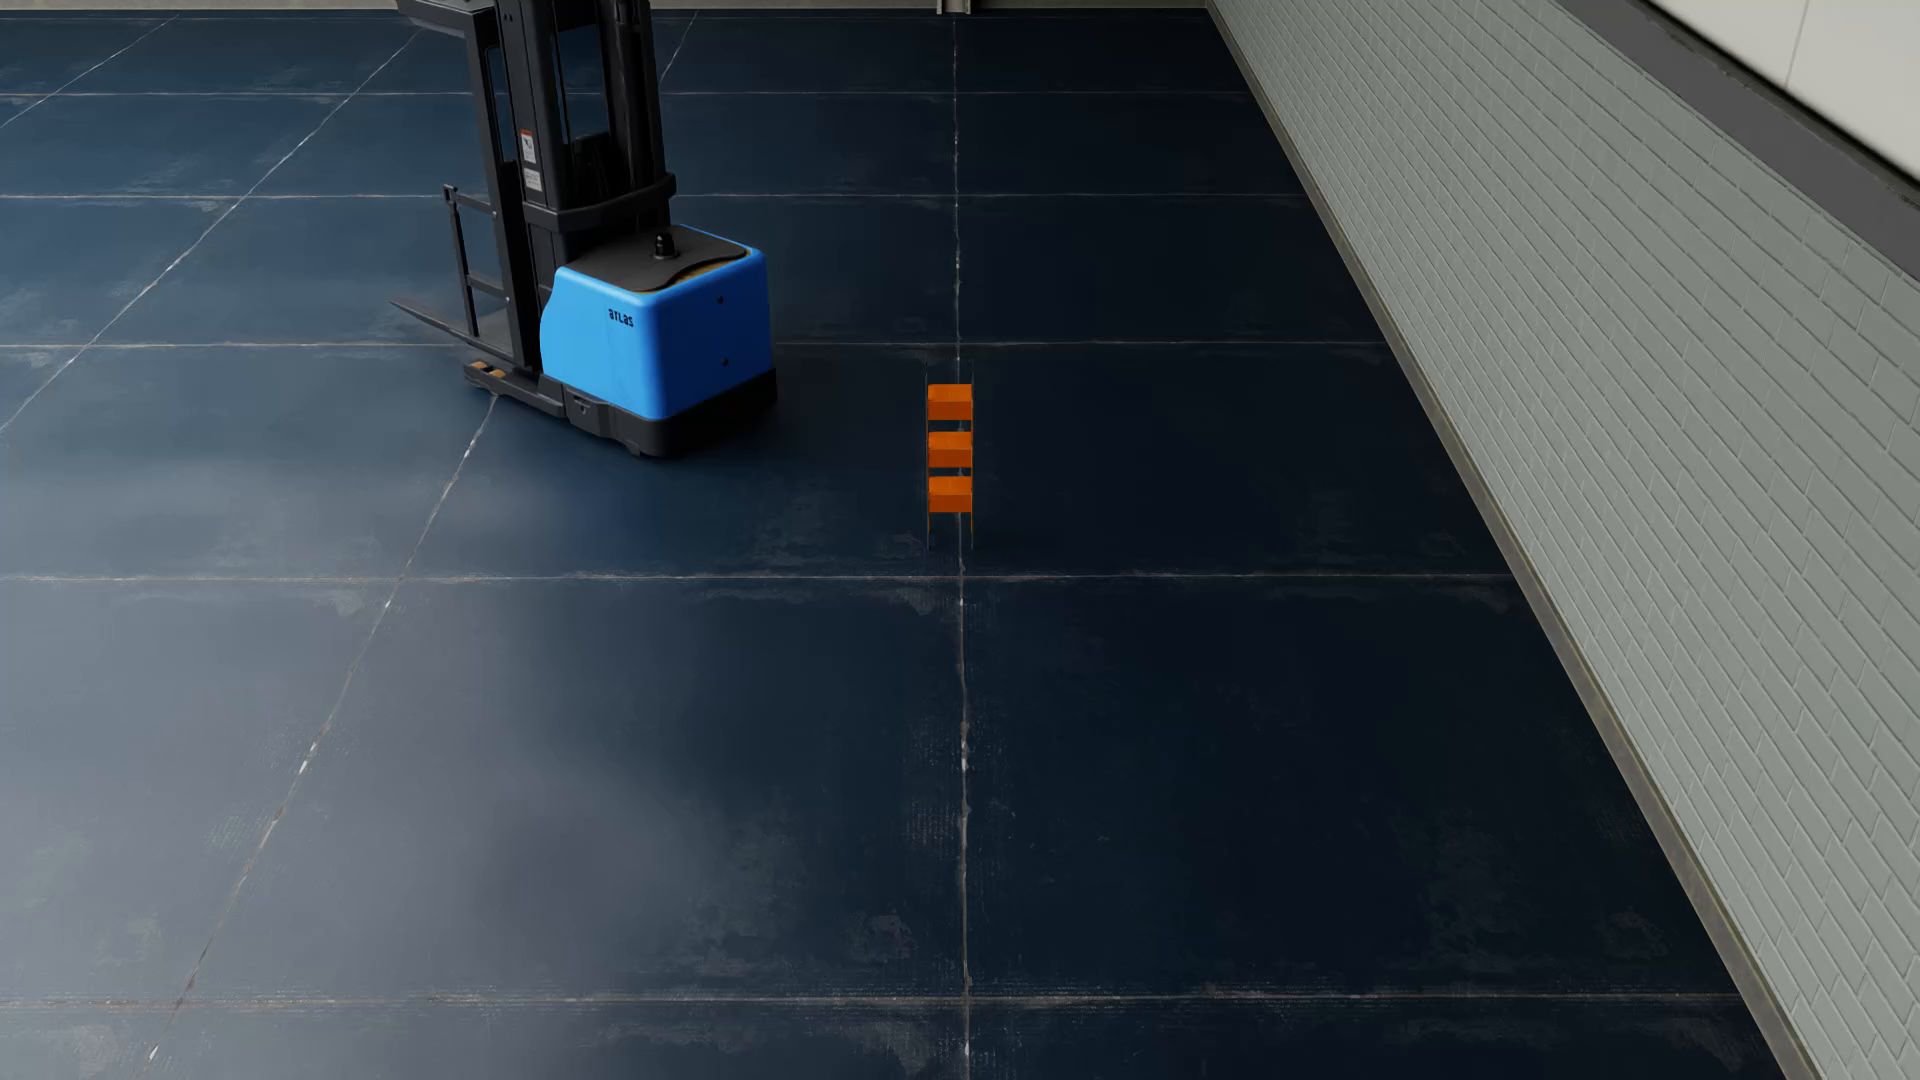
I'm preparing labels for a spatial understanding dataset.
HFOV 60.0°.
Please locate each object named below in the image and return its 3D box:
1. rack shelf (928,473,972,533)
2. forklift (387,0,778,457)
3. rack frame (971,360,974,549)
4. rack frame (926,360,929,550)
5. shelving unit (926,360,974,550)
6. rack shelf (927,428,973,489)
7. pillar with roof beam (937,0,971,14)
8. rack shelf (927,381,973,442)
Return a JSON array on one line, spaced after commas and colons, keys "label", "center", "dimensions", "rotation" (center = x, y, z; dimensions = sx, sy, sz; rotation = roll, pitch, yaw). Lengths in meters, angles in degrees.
[{"label": "rack shelf", "center": [-0.054, -0.202, 9.127], "dimensions": [0.240, 0.259, 0.215], "rotation": [0, 31, 0]}, {"label": "forklift", "center": [-2.617, -2.377, 10.342], "dimensions": [3.031, 2.935, 1.130], "rotation": [23, 38, 33]}, {"label": "rack frame", "center": [0.068, -0.449, 8.978], "dimensions": [0.008, 1.050, 0.200], "rotation": [0, 31, 0]}, {"label": "rack frame", "center": [-0.176, -0.448, 8.977], "dimensions": [0.008, 1.050, 0.200], "rotation": [0, 31, 0]}, {"label": "shelving unit", "center": [-0.054, -0.449, 8.977], "dimensions": [0.252, 1.050, 0.215], "rotation": [0, 31, 0]}, {"label": "rack shelf", "center": [-0.054, -0.440, 8.983], "dimensions": [0.240, 0.259, 0.215], "rotation": [0, 31, 0]}, {"label": "pillar with roof beam", "center": [-0.044, -7.806, 13.440], "dimensions": [0.400, 9.000, 9.100], "rotation": [0, 31, 0]}, {"label": "rack shelf", "center": [-0.054, -0.682, 8.836], "dimensions": [0.240, 0.259, 0.215], "rotation": [0, 31, 0]}]
